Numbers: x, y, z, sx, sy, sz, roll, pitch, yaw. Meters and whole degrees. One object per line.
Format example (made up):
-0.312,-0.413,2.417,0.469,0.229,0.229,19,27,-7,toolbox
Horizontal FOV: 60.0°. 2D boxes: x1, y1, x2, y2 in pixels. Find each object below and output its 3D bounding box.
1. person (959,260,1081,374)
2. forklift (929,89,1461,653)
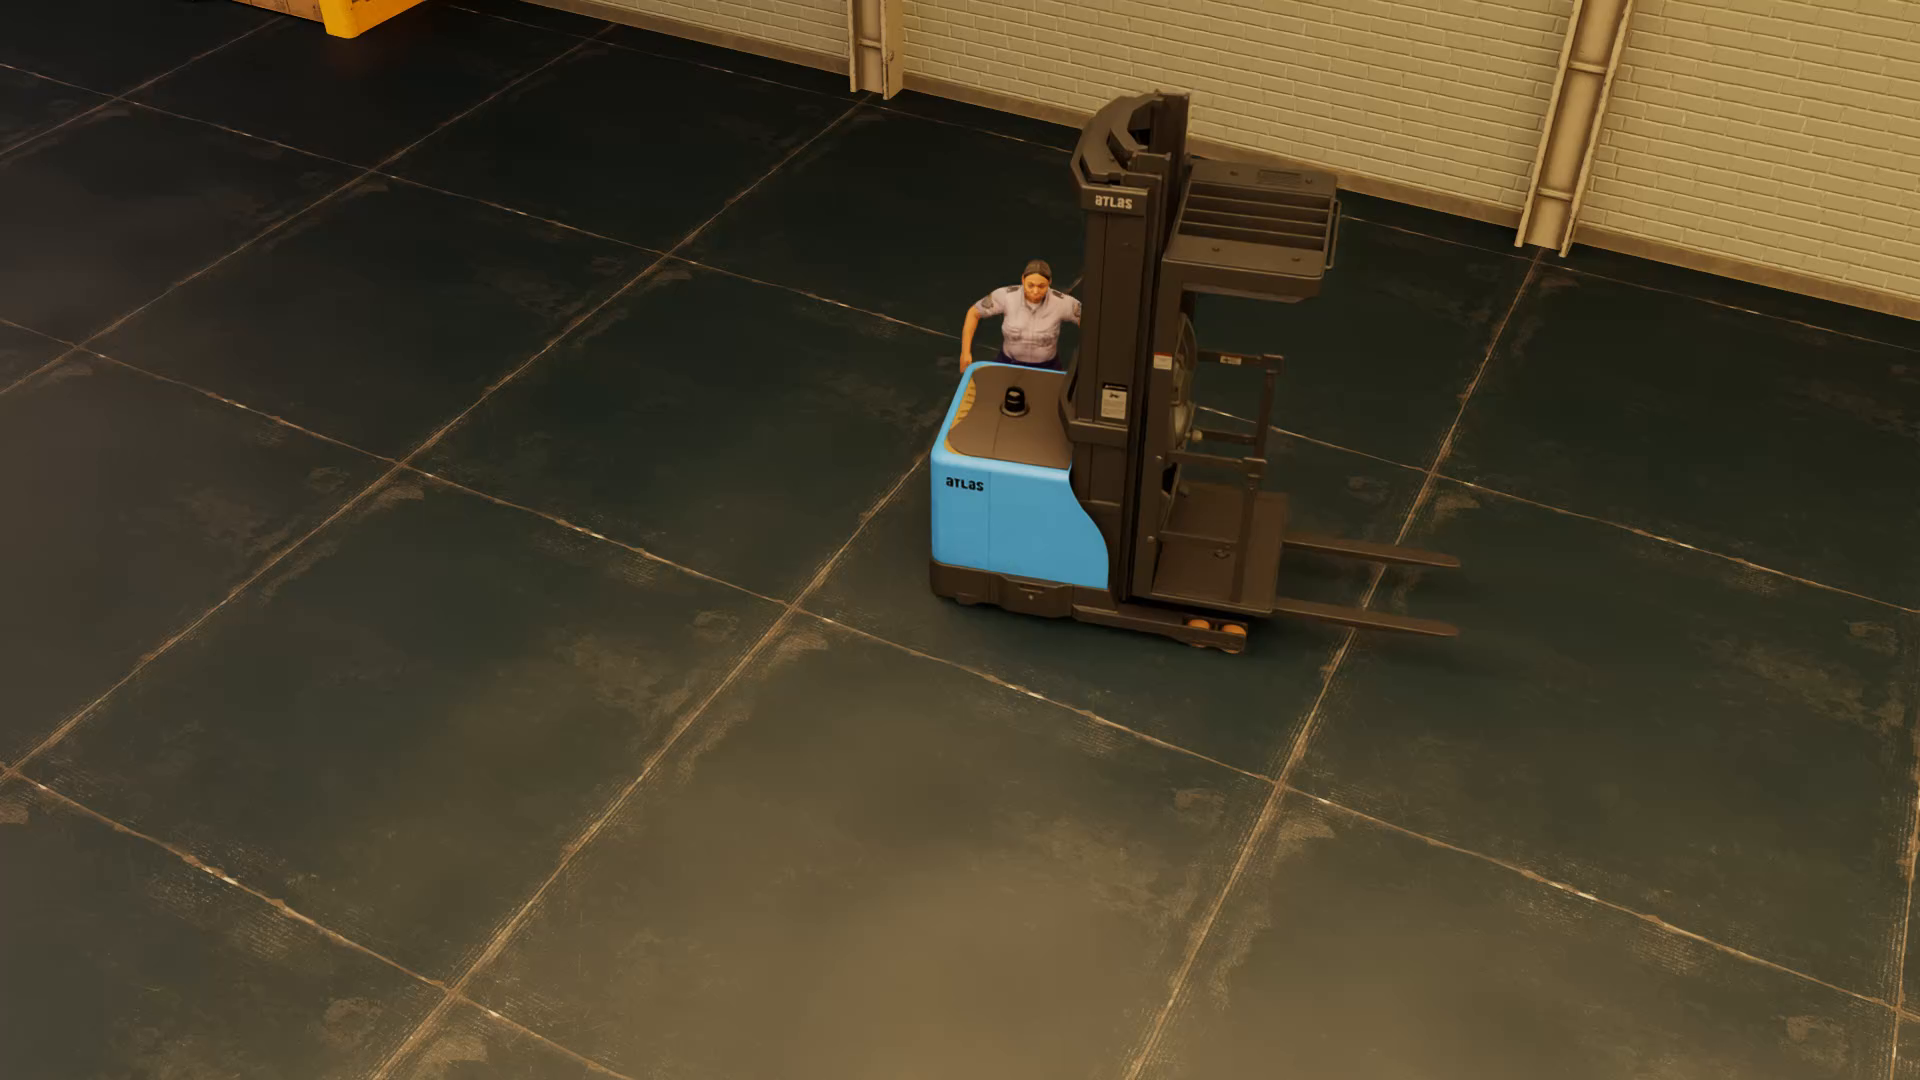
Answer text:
0.438,-0.963,10.200,0.890,1.572,0.633,5,40,6,person
1.395,-0.853,9.000,3.031,2.935,1.130,9,41,10,forklift
